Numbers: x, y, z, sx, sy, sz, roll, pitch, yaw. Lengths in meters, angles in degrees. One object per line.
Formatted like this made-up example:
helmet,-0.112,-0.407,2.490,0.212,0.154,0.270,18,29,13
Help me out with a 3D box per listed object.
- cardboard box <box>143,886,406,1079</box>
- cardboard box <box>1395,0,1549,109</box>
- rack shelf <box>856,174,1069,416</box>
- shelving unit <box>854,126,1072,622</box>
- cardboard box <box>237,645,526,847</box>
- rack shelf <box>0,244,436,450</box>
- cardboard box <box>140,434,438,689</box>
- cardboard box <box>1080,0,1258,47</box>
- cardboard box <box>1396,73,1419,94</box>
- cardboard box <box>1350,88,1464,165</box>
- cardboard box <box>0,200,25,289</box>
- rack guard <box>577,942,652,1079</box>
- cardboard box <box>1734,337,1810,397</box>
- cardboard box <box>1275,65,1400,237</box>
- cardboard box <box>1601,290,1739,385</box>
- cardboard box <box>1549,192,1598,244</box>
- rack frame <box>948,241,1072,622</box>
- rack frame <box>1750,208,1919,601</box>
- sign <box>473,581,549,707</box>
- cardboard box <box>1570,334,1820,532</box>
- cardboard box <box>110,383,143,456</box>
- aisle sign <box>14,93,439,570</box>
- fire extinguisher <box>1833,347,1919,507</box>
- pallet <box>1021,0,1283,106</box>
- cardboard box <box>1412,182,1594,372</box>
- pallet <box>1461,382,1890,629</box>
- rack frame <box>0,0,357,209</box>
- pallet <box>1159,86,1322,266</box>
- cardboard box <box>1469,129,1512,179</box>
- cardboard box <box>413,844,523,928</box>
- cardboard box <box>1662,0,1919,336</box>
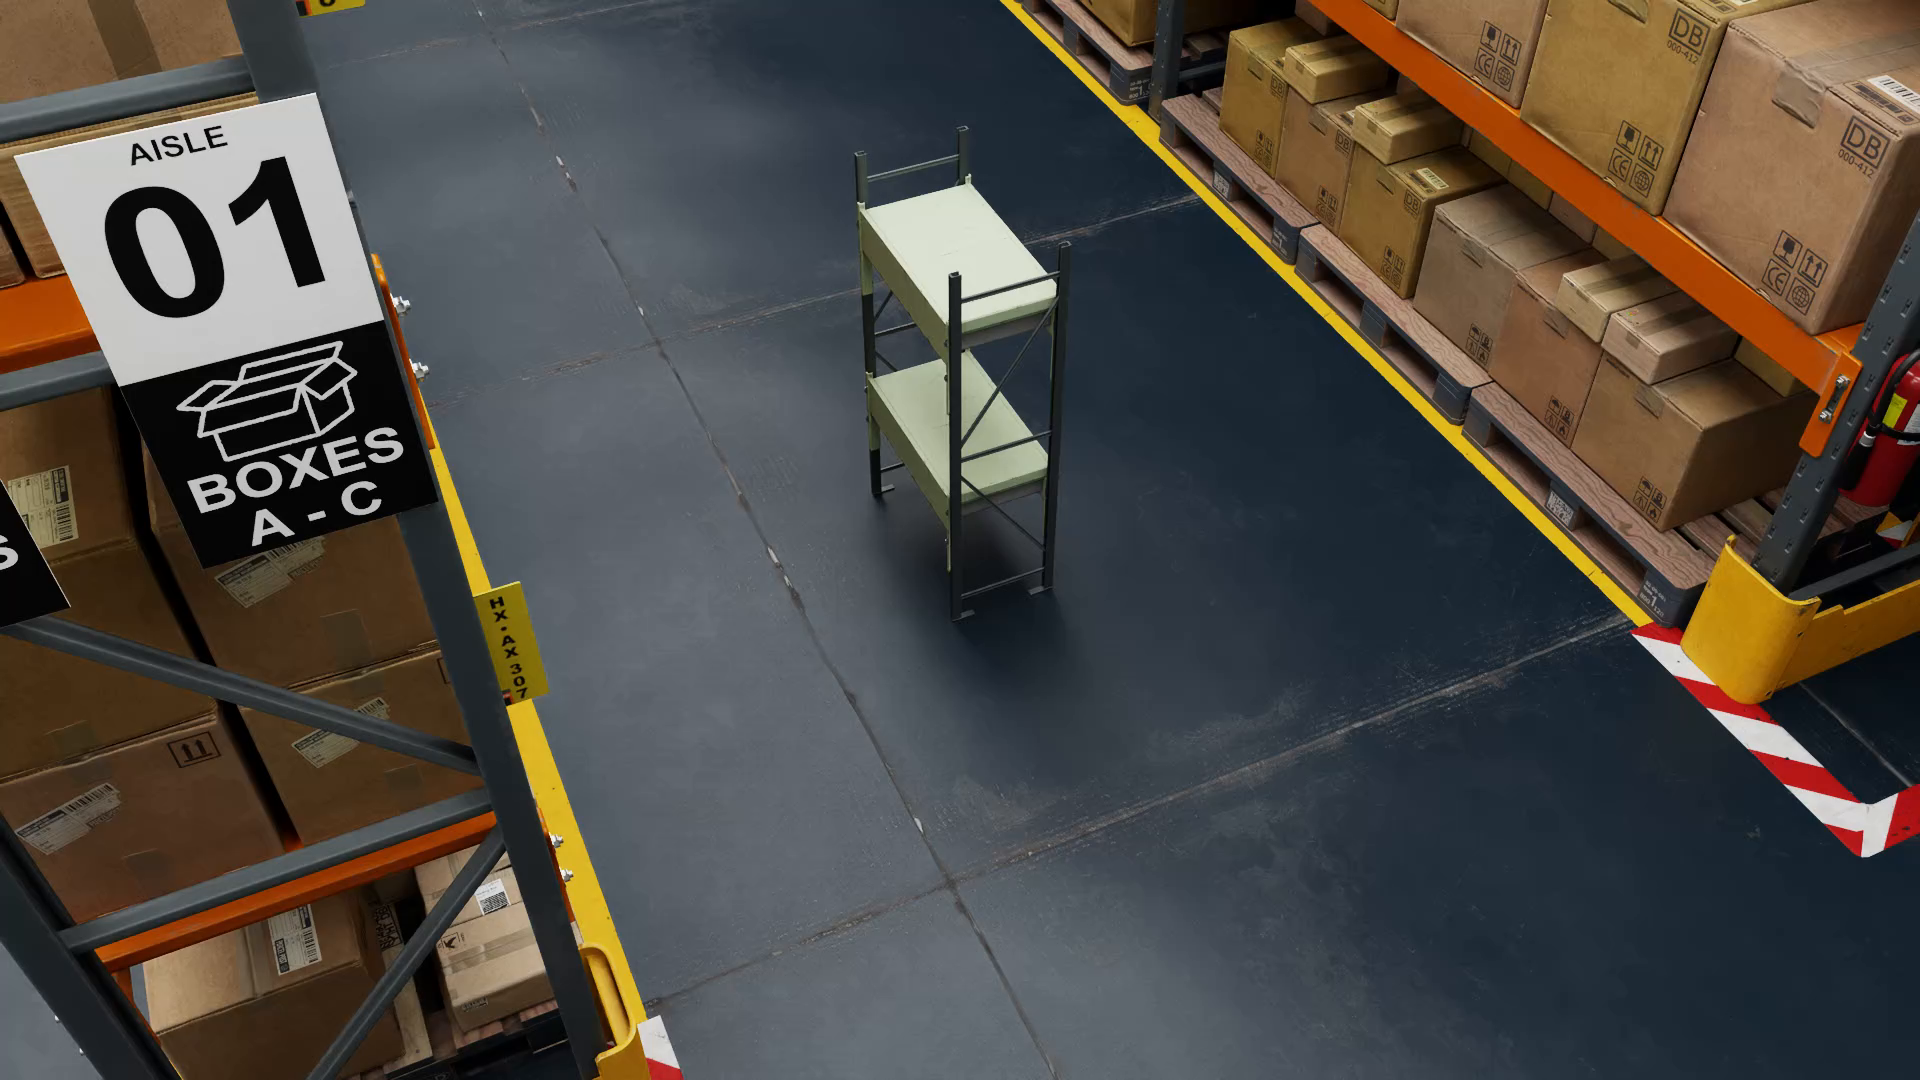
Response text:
cardboard box,-1.832,1.138,4.427,0.500,0.500,0.500,-18,47,-17
cardboard box,2.261,-2.164,6.094,0.980,0.700,0.700,-20,48,-19
rack shelf,-0.003,-0.816,5.453,0.431,0.370,0.720,-18,47,-17
shelving unit,-0.003,-0.538,5.728,0.431,1.500,0.755,-18,47,-17
cardboard box,-1.328,0.282,3.757,0.500,0.500,0.500,-17,47,-17
rack shelf,-2.221,-1.407,3.917,1.077,0.370,4.000,-18,47,-17
cardboard box,-1.328,-0.073,3.406,0.500,0.500,0.500,-17,47,-16
cardboard box,1.039,-3.096,8.483,0.750,0.750,0.750,-18,47,-17
cardboard box,2.106,-1.968,7.127,0.380,0.149,0.250,-19,48,-19
cardboard box,1.850,-1.715,6.871,0.380,0.149,0.250,-19,48,-19
cardboard box,-1.836,-0.585,2.679,0.500,0.250,0.500,-18,47,-17
rack guard,-1.412,1.520,4.354,1.175,0.500,0.348,-18,47,-17
cardboard box,2.962,-0.673,5.815,0.380,0.149,0.250,-18,47,-17
cardboard box,1.860,-1.767,7.386,0.700,0.500,0.500,-18,48,-18
cardboard box,2.508,-0.722,5.865,0.380,0.149,0.250,-19,48,-18
cardboard box,2.535,-1.317,6.468,0.380,0.149,0.250,-17,47,-17
rack frame,0.151,-0.305,5.491,0.400,1.500,0.023,-18,47,-17
rack frame,3.113,-0.787,4.912,1.000,3.000,0.127,-18,47,-17
sign,-0.888,0.210,3.285,0.100,0.325,0.005,-18,47,-17
cardboard box,2.727,-0.463,6.064,0.700,0.500,0.500,-18,47,-17
cardboard box,-2.030,-0.237,3.571,0.500,0.500,0.500,-17,47,-16
aisle sign,-1.085,-0.290,2.557,0.394,0.787,0.004,-18,47,-17
fire extinguisher,2.757,-0.394,4.834,0.296,0.674,0.183,-18,47,-17
pallet,1.038,-2.813,8.950,1.003,0.211,1.213,-18,47,-17
cardboard box,2.305,-1.102,6.712,0.700,0.500,0.500,-19,48,-19
pallet,2.705,-0.280,6.384,1.003,0.211,1.213,-18,47,-17
rack frame,-1.380,-1.457,1.319,1.000,3.000,0.127,-18,47,-17
pallet,1.679,-1.835,7.960,1.003,0.211,1.213,-18,47,-17
cardboard box,2.321,-1.642,6.797,0.380,0.149,0.250,-19,48,-18
cardboard box,-1.350,1.003,4.802,0.380,0.166,0.250,-18,47,-17
cardboard box,2.889,-1.215,5.133,0.980,0.700,0.700,-16,47,-16
